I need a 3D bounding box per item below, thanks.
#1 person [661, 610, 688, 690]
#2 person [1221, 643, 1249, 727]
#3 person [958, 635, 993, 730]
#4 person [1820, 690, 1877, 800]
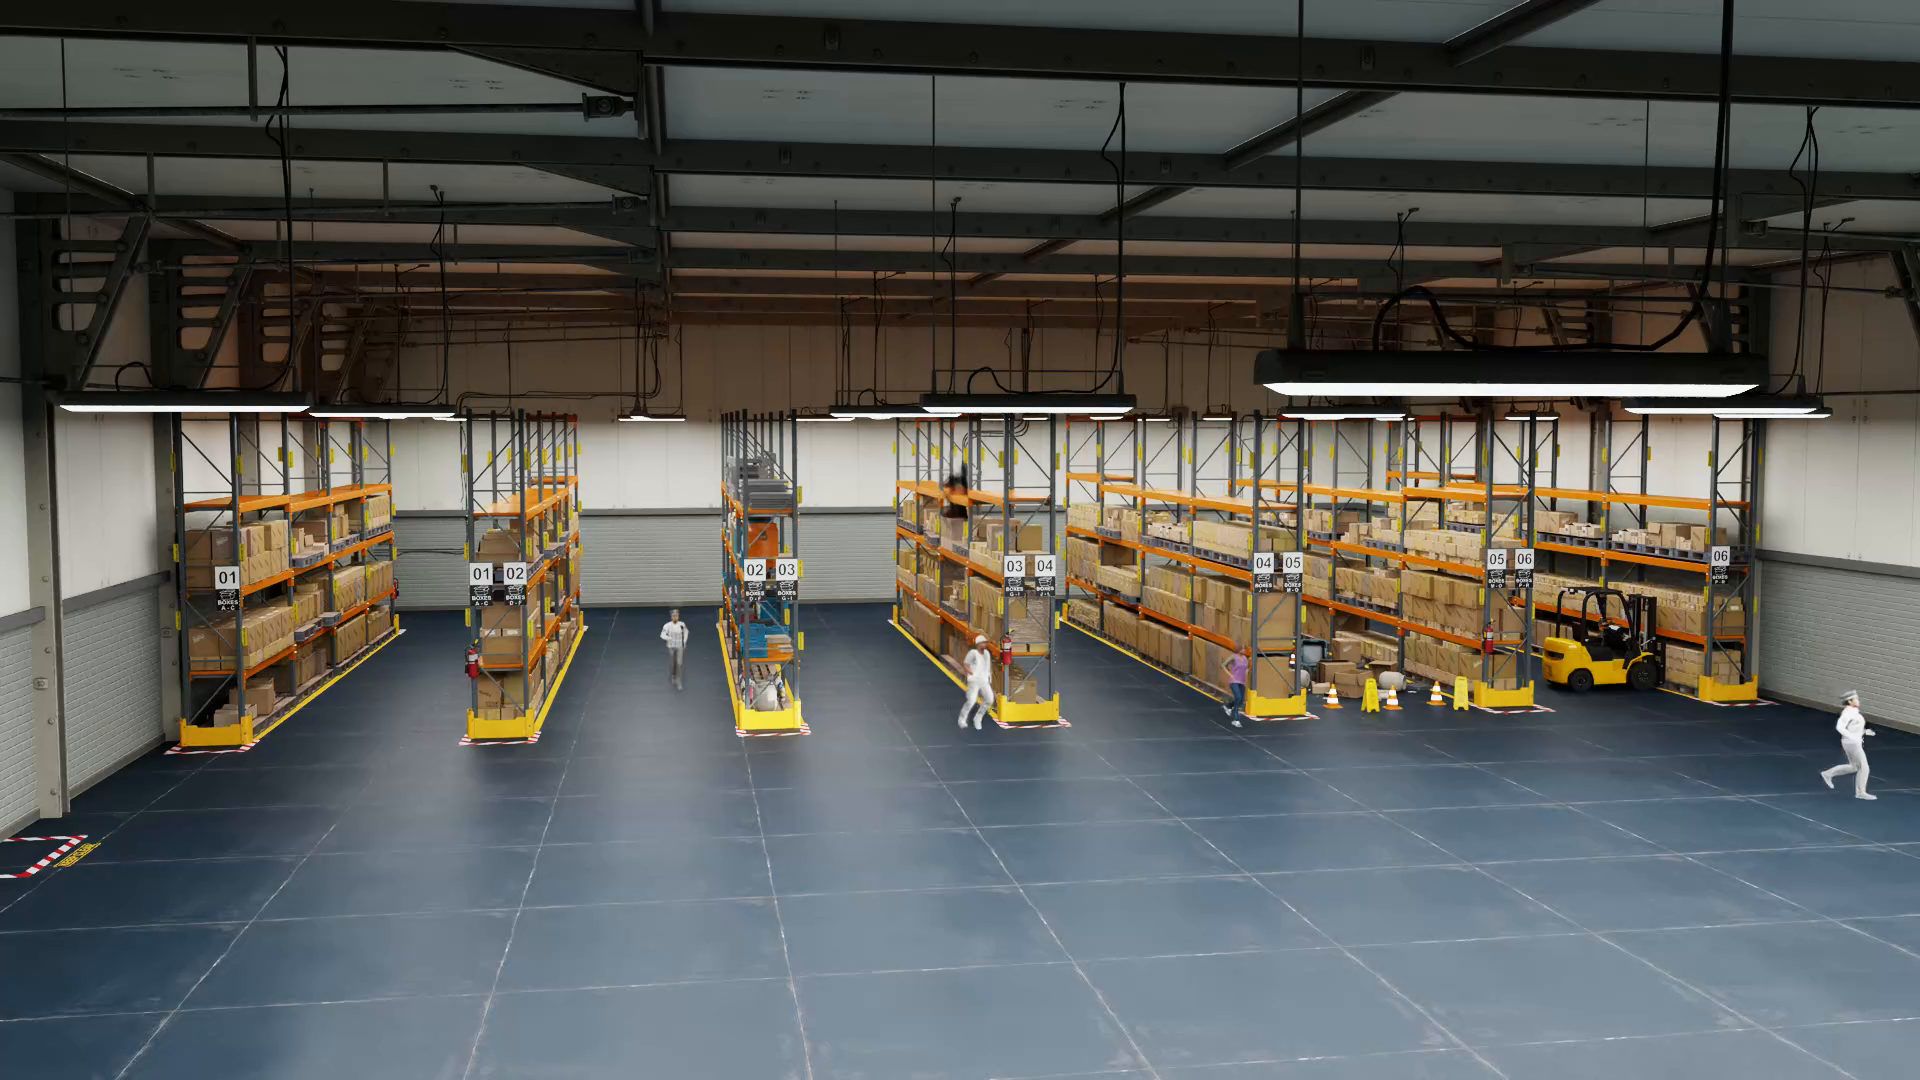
[{"bbox_3d":[-6.194,2.366,36.080,0.596,1.742,0.783,-1,4,-11],"label":"person"},{"bbox_3d":[5.300,2.747,31.841,0.566,1.570,0.771,-3,5,-34],"label":"person"},{"bbox_3d":[0.361,2.678,31.247,0.728,1.768,0.636,-3,5,-39],"label":"person"},{"bbox_3d":[13.622,3.116,25.447,0.766,1.657,0.626,3,5,34],"label":"person"}]
